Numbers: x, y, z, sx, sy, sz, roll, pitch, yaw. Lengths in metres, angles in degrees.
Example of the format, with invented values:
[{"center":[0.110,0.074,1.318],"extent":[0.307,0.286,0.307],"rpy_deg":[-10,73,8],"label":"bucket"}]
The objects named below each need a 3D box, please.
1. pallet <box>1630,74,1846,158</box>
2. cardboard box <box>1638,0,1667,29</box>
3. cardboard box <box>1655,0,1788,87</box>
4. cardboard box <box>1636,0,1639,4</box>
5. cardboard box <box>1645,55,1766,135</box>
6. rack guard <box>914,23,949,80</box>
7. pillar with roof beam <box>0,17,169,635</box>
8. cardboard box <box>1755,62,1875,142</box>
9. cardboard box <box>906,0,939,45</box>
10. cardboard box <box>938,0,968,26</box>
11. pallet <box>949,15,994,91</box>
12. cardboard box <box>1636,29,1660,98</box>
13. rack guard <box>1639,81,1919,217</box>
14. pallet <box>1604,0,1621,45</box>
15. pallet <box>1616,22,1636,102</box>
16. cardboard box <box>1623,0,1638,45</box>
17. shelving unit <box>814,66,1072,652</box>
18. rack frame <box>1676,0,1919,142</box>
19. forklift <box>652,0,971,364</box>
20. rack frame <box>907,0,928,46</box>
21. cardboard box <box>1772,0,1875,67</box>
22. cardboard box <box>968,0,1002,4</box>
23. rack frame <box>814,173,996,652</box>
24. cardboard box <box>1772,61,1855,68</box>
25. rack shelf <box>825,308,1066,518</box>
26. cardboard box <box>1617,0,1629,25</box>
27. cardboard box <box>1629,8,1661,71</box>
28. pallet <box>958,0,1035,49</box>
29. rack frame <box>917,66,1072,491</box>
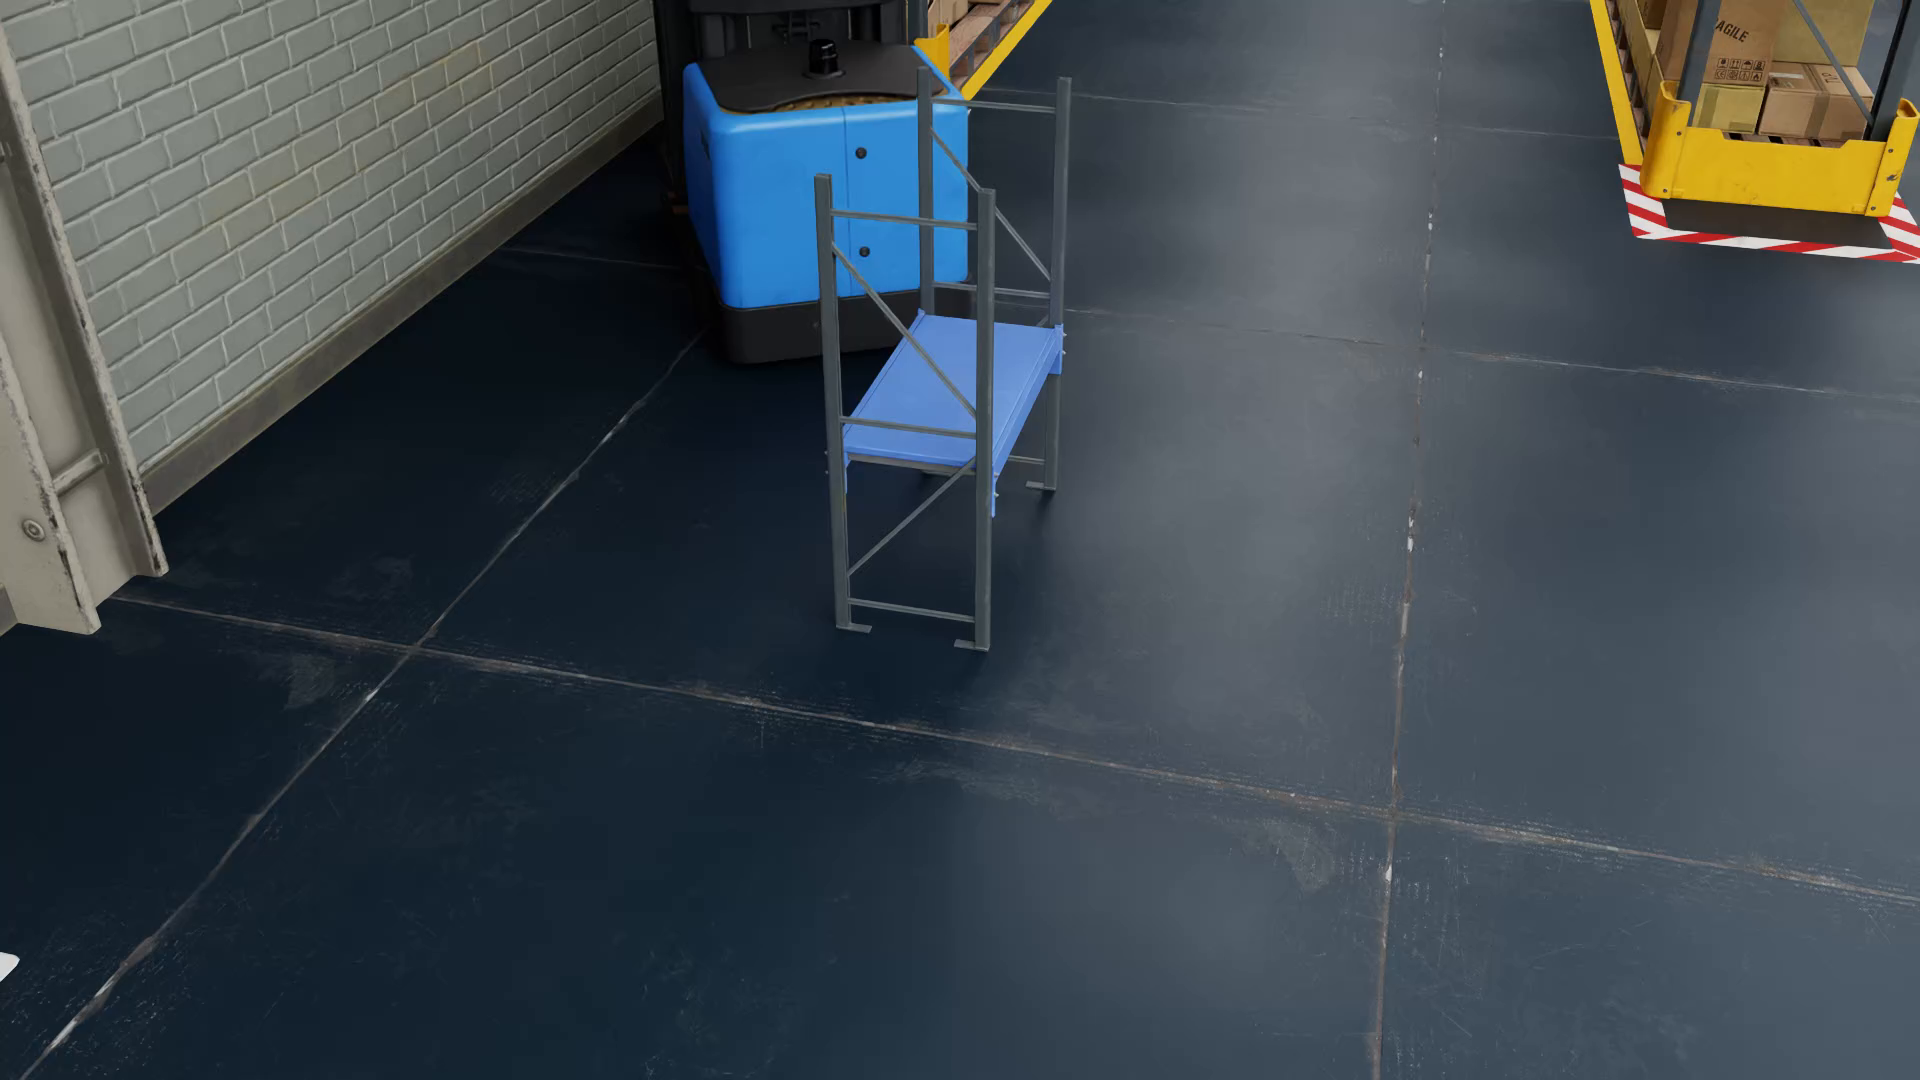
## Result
[{"center":[4.271,-2.274,9.131],"extent":[1.003,0.211,1.213],"rpy_deg":[8,33,12],"label":"pallet"},{"center":[4.205,-3.222,9.494],"extent":[0.500,0.500,0.500],"rpy_deg":[8,33,12],"label":"cardboard box"},{"center":[3.965,-2.701,8.675],"extent":[0.500,0.500,0.500],"rpy_deg":[8,33,12],"label":"cardboard box"},{"center":[4.333,-3.481,9.902],"extent":[0.500,0.500,0.500],"rpy_deg":[8,33,12],"label":"cardboard box"},{"center":[3.967,-2.384,8.875],"extent":[0.500,0.250,0.500],"rpy_deg":[8,33,12],"label":"cardboard box"},{"center":[-0.656,-2.706,9.540],"extent":[1.175,0.500,0.348],"rpy_deg":[8,33,12],"label":"rack guard"},{"center":[1.307,-3.034,2.135],"extent":[9.100,9.000,0.400],"rpy_deg":[8,33,12],"label":"pillar with roof beam"},{"center":[4.468,-2.313,8.764],"extent":[0.500,0.250,0.500],"rpy_deg":[8,33,12],"label":"cardboard box"},{"center":[-0.413,-3.119,9.956],"extent":[0.500,0.311,0.500],"rpy_deg":[4,33,7],"label":"cardboard box"},{"center":[-0.268,-3.415,10.421],"extent":[0.500,0.311,0.500],"rpy_deg":[11,34,16],"label":"cardboard box"},{"center":[-0.416,-3.000,10.273],"extent":[1.003,0.211,1.213],"rpy_deg":[8,33,12],"label":"pallet"},{"center":[4.083,-2.645,9.286],"extent":[0.500,0.250,0.500],"rpy_deg":[8,33,12],"label":"cardboard box"},{"center":[4.111,-1.981,8.400],"extent":[1.175,0.500,0.348],"rpy_deg":[8,33,12],"label":"rack guard"},{"center":[4.890,-3.541,11.122],"extent":[1.003,0.211,1.213],"rpy_deg":[8,33,12],"label":"pallet"},{"center":[4.582,-2.905,10.123],"extent":[1.003,0.211,1.213],"rpy_deg":[8,33,12],"label":"pallet"},{"center":[4.337,-3.164,10.102],"extent":[0.500,0.250,0.500],"rpy_deg":[8,33,12],"label":"cardboard box"},{"center":[-0.022,-0.589,5.278],"extent":[0.538,1.500,1.048],"rpy_deg":[8,33,12],"label":"shelving unit"},{"center":[4.117,-3.048,7.749],"extent":[1.000,3.000,0.127],"rpy_deg":[8,33,12],"label":"rack frame"},{"center":[-0.842,-2.733,7.318],"extent":[1.130,2.935,3.031],"rpy_deg":[-9,33,-13],"label":"forklift"},{"center":[-0.675,-3.721,8.807],"extent":[1.000,3.000,0.127],"rpy_deg":[8,33,12],"label":"rack frame"},{"center":[4.593,-2.890,8.972],"extent":[0.500,0.500,0.500],"rpy_deg":[8,33,12],"label":"cardboard box"},{"center":[-0.033,-3.868,10.959],"extent":[0.700,0.500,0.500],"rpy_deg":[6,33,9],"label":"cardboard box"},{"center":[-0.151,-0.325,4.863],"extent":[0.500,1.500,0.032],"rpy_deg":[8,33,12],"label":"rack frame"},{"center":[4.592,-2.573,9.173],"extent":[0.500,0.250,0.500],"rpy_deg":[8,33,12],"label":"cardboard box"},{"center":[-0.022,-0.437,5.374],"extent":[0.538,0.185,1.000],"rpy_deg":[8,33,12],"label":"rack shelf"},{"center":[4.458,-3.424,10.512],"extent":[0.500,0.250,0.500],"rpy_deg":[8,33,12],"label":"cardboard box"},{"center":[4.208,-2.905,9.695],"extent":[0.500,0.250,0.500],"rpy_deg":[8,33,12],"label":"cardboard box"},{"center":[-0.104,-3.632,11.266],"extent":[1.003,0.211,1.213],"rpy_deg":[8,33,12],"label":"pallet"},{"center":[0.107,-0.852,5.693],"extent":[0.500,1.500,0.032],"rpy_deg":[8,33,12],"label":"rack frame"}]
